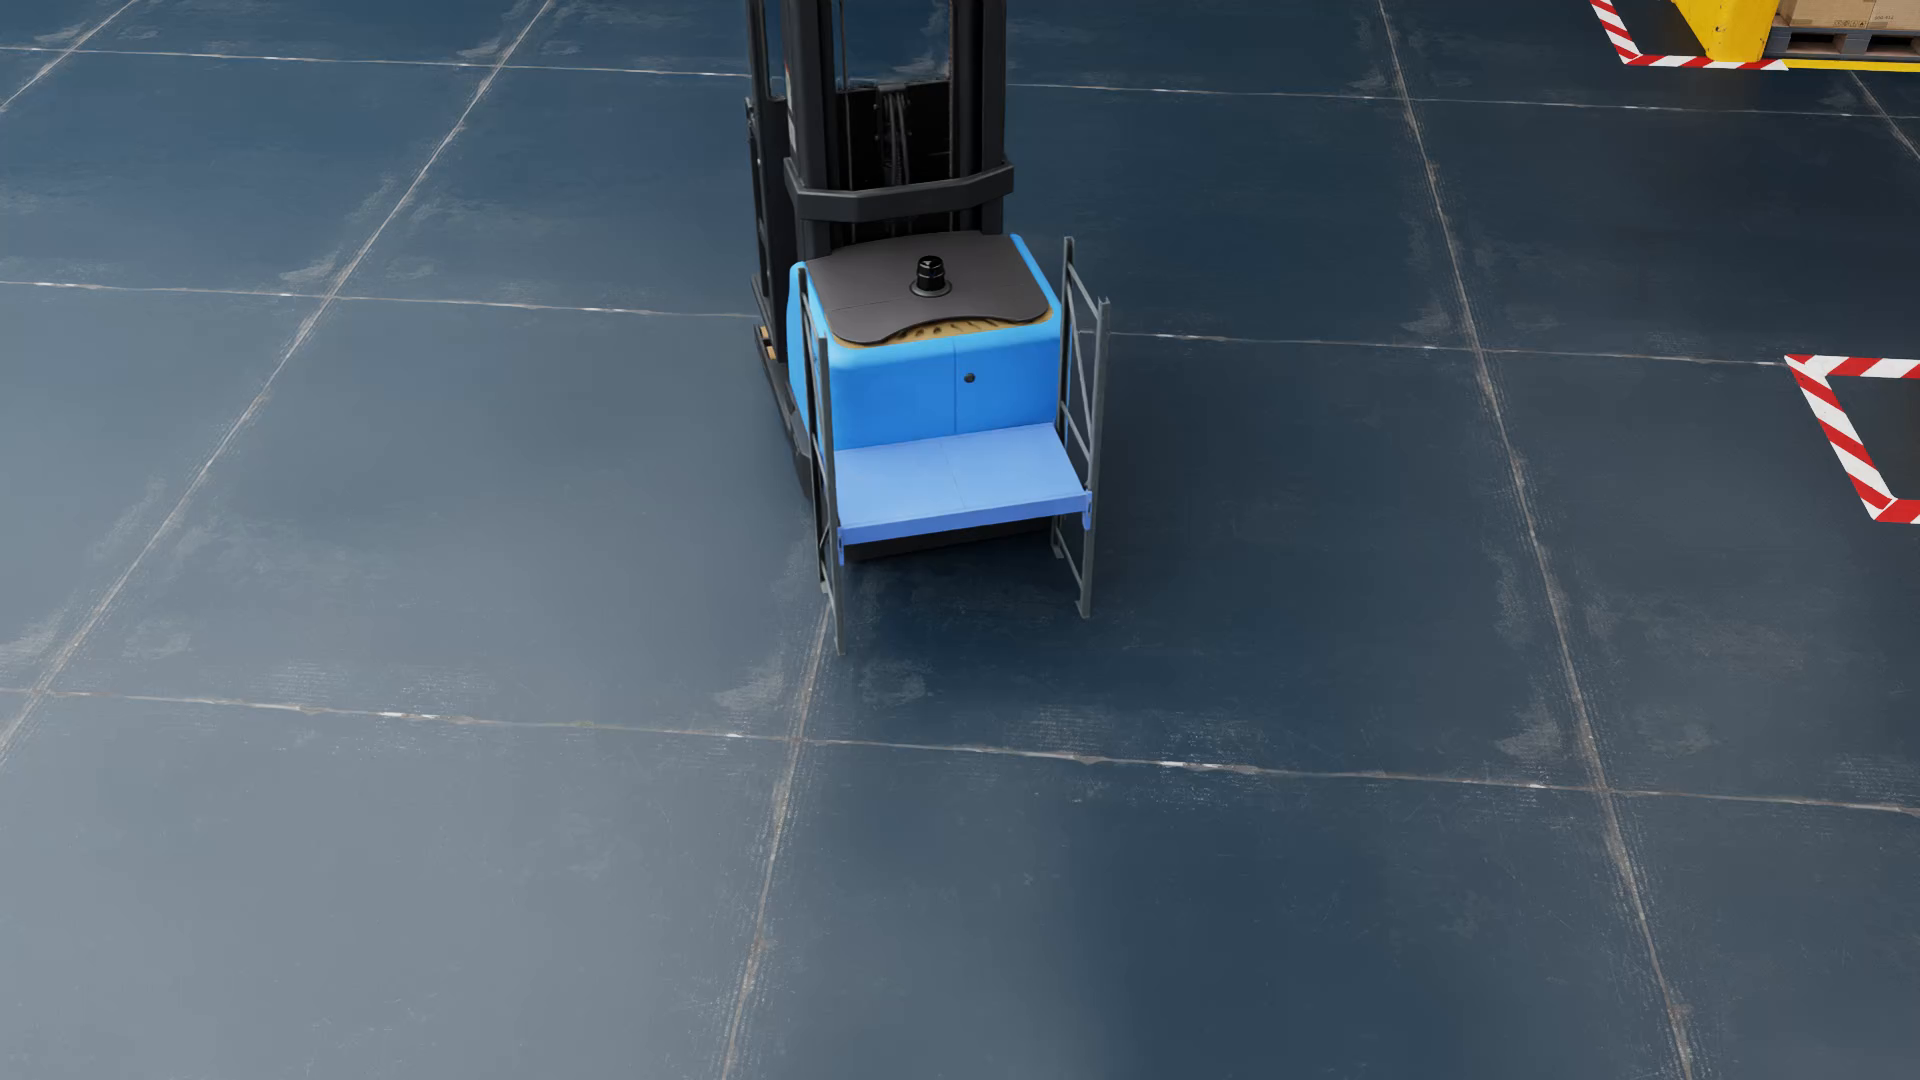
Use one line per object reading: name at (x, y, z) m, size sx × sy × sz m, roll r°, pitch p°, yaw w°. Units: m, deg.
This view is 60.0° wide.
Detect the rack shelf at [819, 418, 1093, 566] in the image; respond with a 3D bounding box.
rack shelf at (-0.032, -0.200, 6.592) m, size 1.000 × 0.185 × 0.538 m, roll -8°, pitch 40°, yaw -10°

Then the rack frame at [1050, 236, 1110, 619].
rack frame at (0.463, -0.411, 6.567) m, size 0.032 × 1.500 × 0.500 m, roll -8°, pitch 40°, yaw -10°

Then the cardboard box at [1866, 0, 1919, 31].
cardboard box at (6.322, -3.651, 11.205) m, size 0.500 × 0.250 × 0.500 m, roll 3°, pitch 39°, yaw 4°

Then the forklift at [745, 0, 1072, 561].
forklift at (-0.406, -1.986, 7.369) m, size 1.130 × 2.935 × 3.031 m, roll -10°, pitch 40°, yaw -12°

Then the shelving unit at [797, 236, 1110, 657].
shelving unit at (-0.032, -0.339, 6.479) m, size 1.048 × 1.500 × 0.538 m, roll -8°, pitch 40°, yaw -10°

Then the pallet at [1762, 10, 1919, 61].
pallet at (6.074, -3.652, 11.569) m, size 1.213 × 0.211 × 1.003 m, roll 3°, pitch 39°, yaw 4°

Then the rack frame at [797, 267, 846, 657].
rack frame at (-0.527, -0.267, 6.390) m, size 0.032 × 1.500 × 0.500 m, roll -8°, pitch 40°, yaw -10°

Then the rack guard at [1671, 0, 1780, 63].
rack guard at (5.285, -3.781, 11.499) m, size 0.348 × 0.500 × 1.175 m, roll 3°, pitch 39°, yaw 4°

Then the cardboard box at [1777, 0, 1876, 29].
cardboard box at (5.824, -3.676, 11.236) m, size 0.500 × 0.250 × 0.500 m, roll 3°, pitch 39°, yaw 4°
